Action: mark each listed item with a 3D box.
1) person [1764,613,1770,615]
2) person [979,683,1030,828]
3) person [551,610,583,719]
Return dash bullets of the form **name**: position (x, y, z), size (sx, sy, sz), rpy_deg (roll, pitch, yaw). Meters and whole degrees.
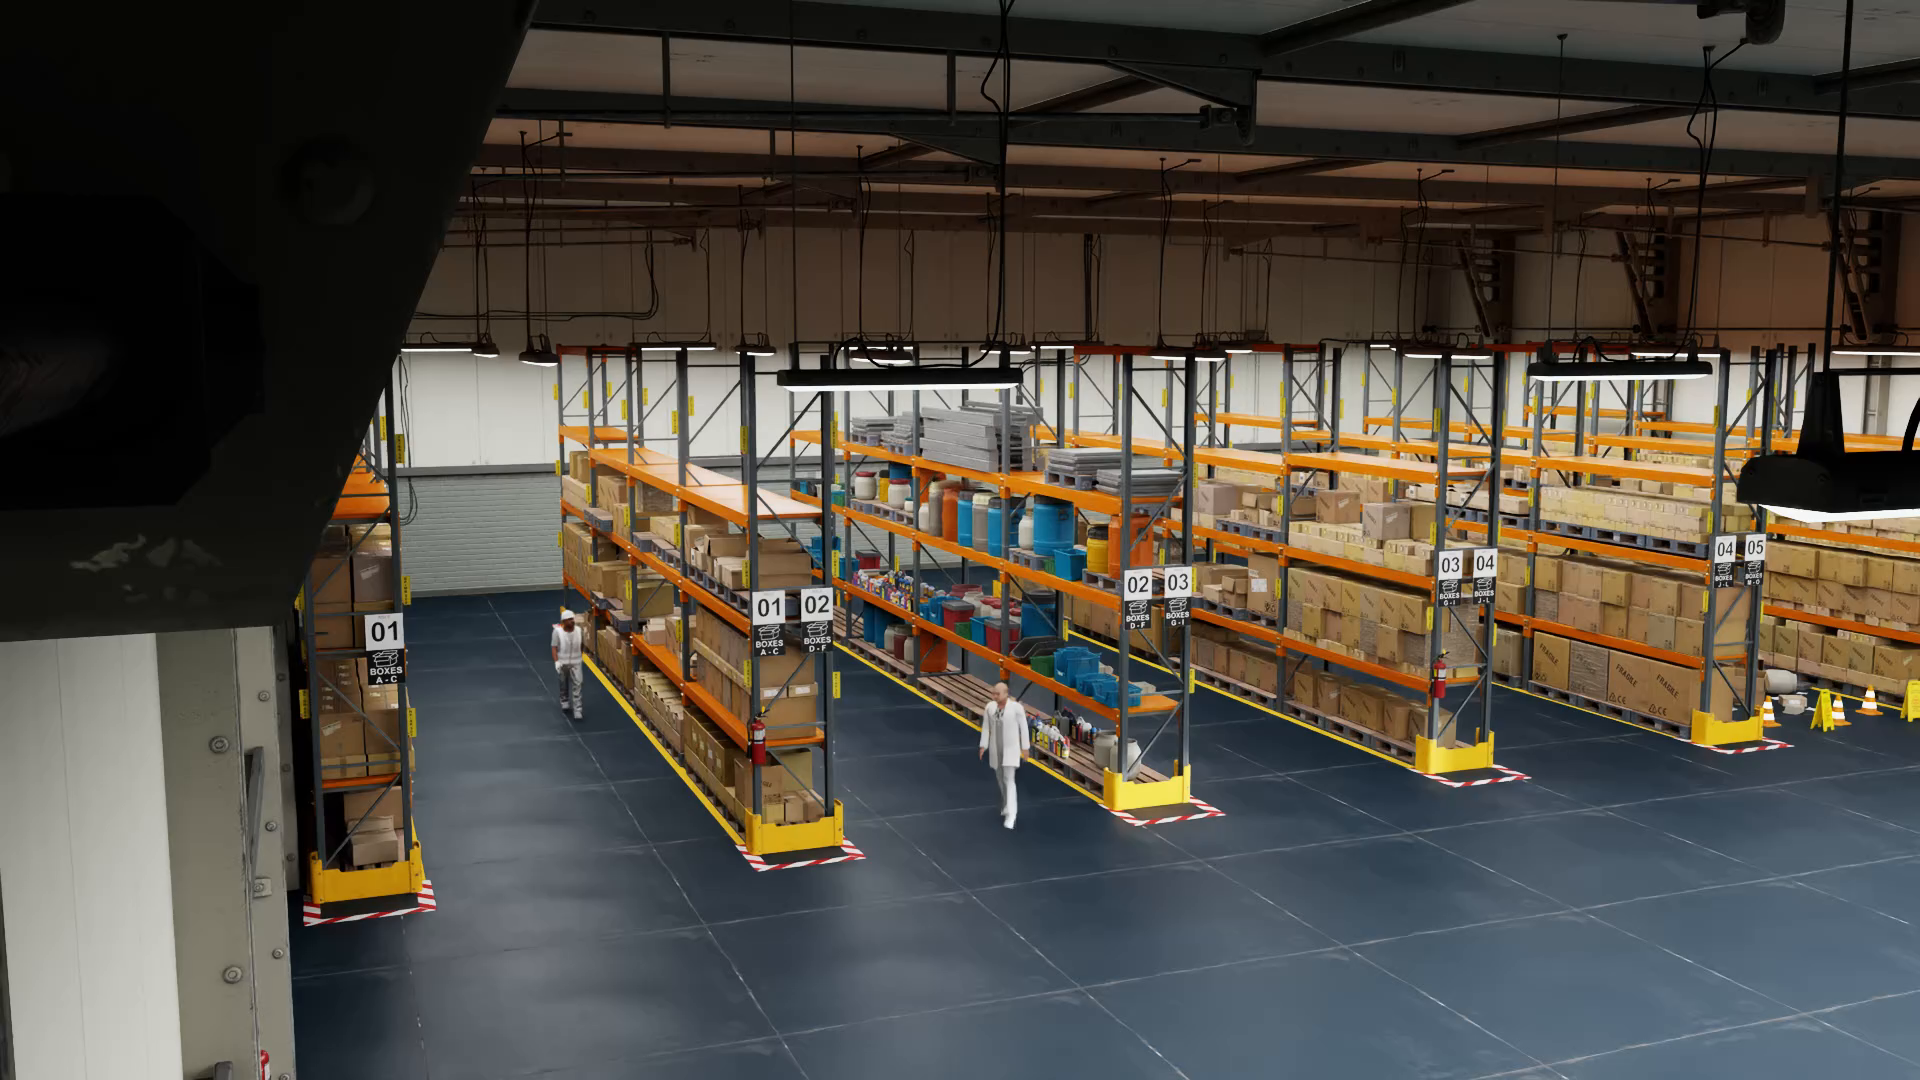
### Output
- **person**: position (16.223, 1.345, 33.088), size (0.494, 1.607, 0.720), rpy_deg (-5, 9, -32)
- **person**: position (0.544, 2.733, 21.460), size (0.663, 1.777, 0.793), rpy_deg (4, 8, 31)
- **person**: position (-6.402, 2.007, 27.179), size (0.536, 1.722, 1.069), rpy_deg (-2, 8, -18)
